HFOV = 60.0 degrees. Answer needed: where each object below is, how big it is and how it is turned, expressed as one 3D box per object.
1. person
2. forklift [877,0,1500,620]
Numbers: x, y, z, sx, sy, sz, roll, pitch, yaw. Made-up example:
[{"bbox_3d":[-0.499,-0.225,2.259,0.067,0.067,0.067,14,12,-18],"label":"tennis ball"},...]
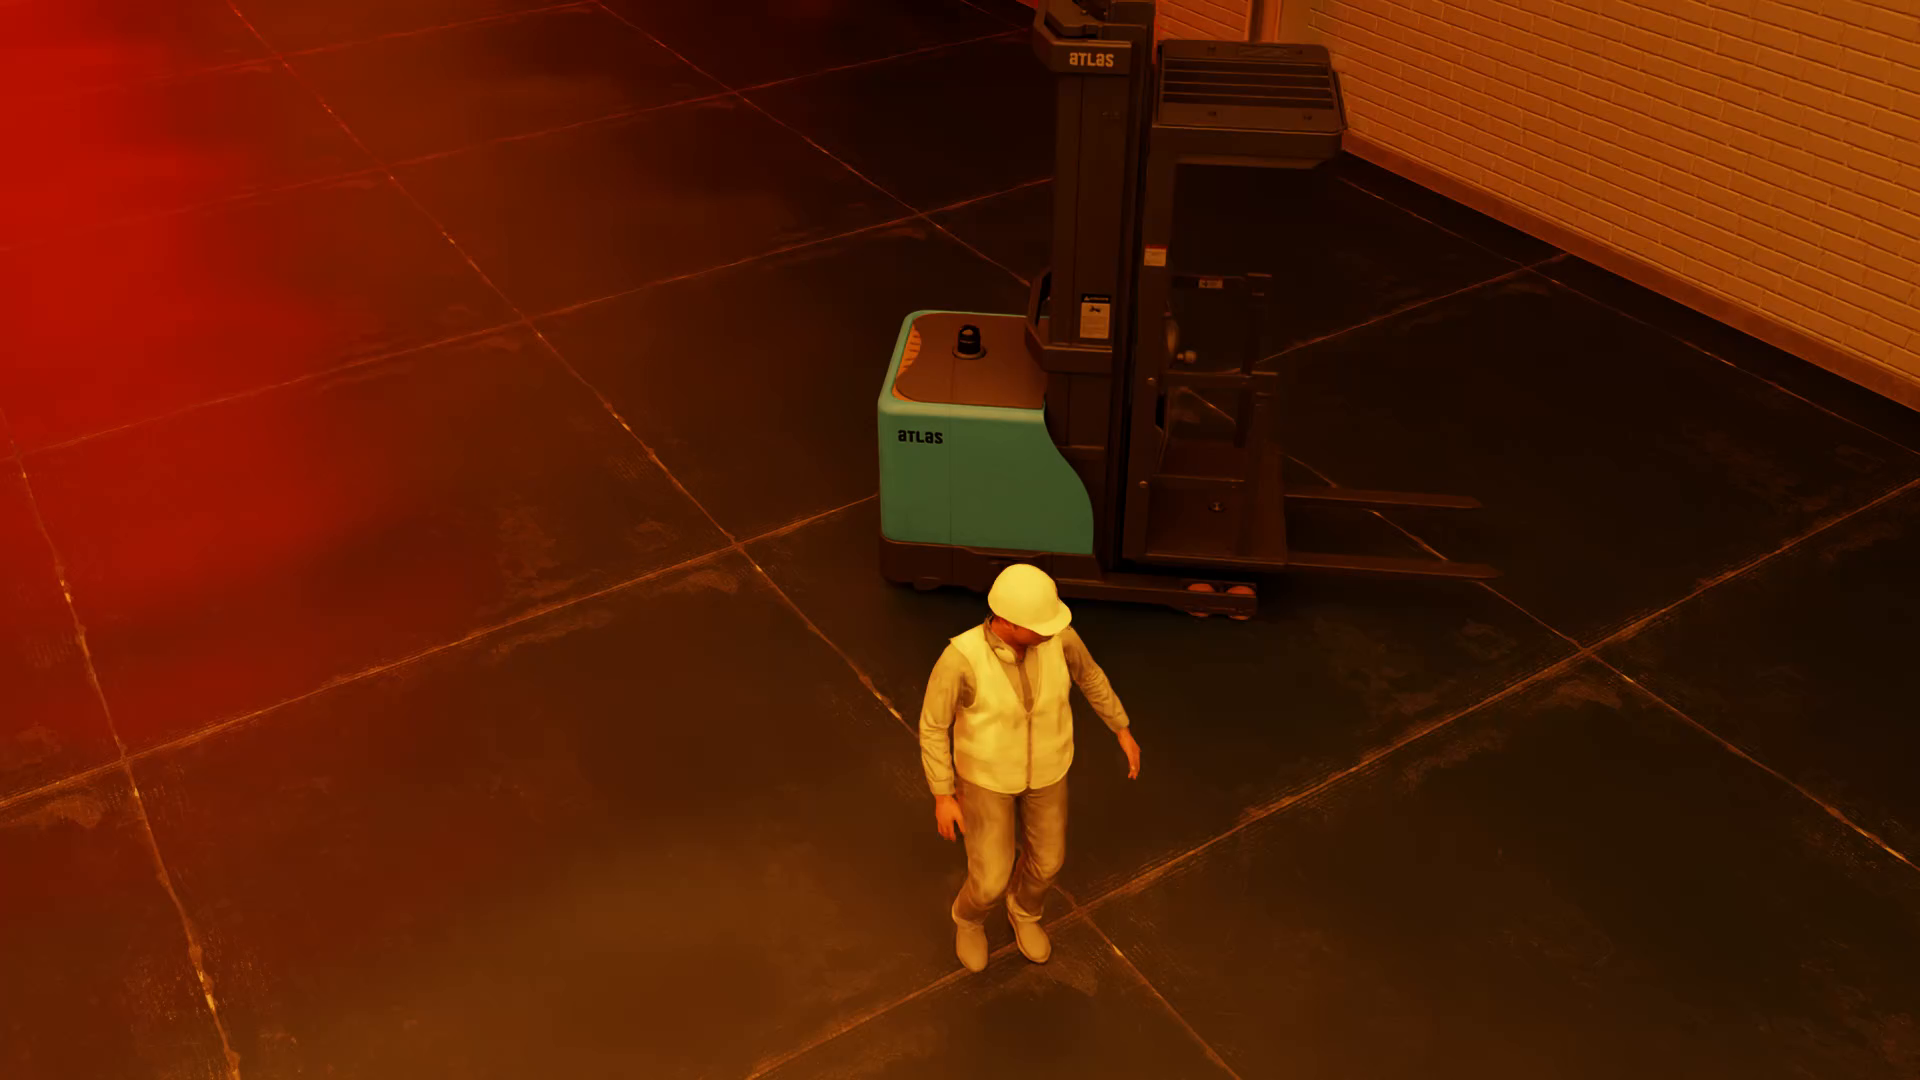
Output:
[{"bbox_3d":[0.250,0.844,6.001,0.805,1.767,0.498,-10,36,-14],"label":"person"},{"bbox_3d":[1.152,-1.133,7.761,3.031,2.935,1.130,4,35,6],"label":"forklift"}]
